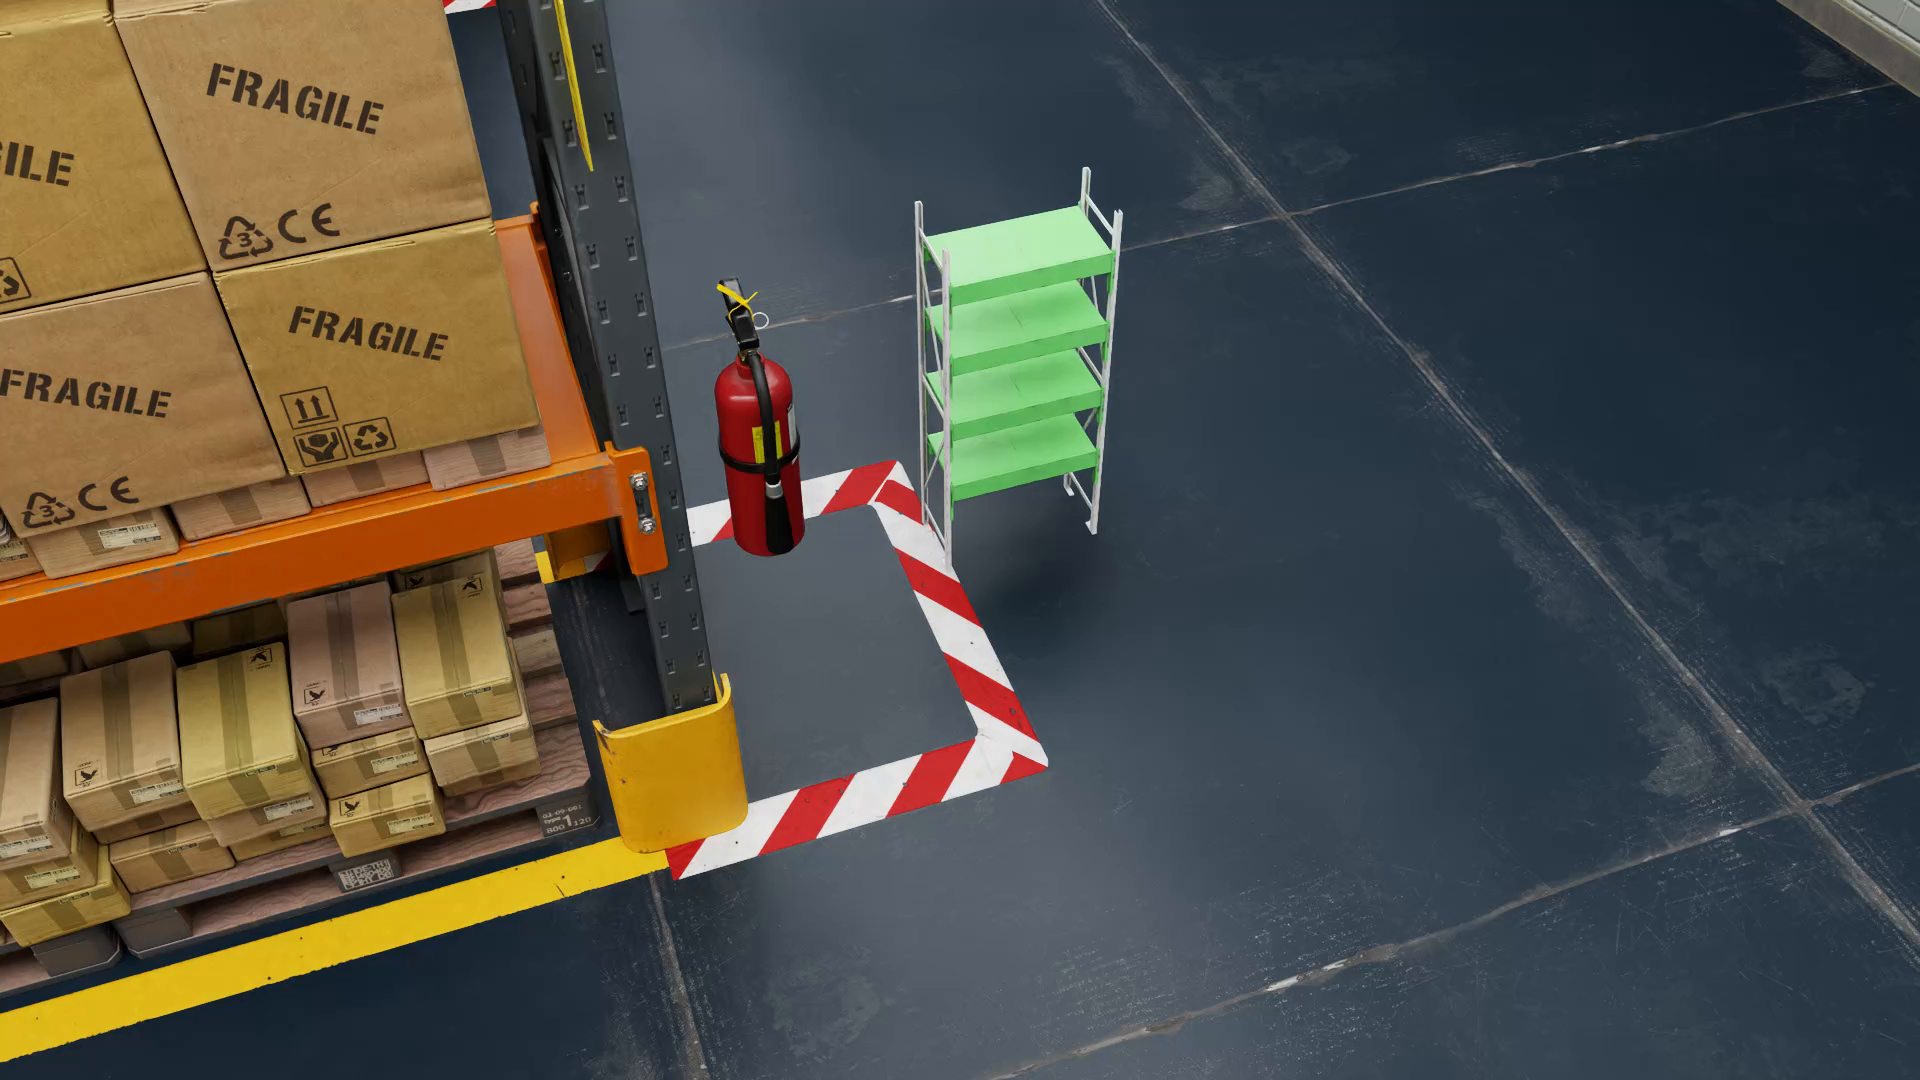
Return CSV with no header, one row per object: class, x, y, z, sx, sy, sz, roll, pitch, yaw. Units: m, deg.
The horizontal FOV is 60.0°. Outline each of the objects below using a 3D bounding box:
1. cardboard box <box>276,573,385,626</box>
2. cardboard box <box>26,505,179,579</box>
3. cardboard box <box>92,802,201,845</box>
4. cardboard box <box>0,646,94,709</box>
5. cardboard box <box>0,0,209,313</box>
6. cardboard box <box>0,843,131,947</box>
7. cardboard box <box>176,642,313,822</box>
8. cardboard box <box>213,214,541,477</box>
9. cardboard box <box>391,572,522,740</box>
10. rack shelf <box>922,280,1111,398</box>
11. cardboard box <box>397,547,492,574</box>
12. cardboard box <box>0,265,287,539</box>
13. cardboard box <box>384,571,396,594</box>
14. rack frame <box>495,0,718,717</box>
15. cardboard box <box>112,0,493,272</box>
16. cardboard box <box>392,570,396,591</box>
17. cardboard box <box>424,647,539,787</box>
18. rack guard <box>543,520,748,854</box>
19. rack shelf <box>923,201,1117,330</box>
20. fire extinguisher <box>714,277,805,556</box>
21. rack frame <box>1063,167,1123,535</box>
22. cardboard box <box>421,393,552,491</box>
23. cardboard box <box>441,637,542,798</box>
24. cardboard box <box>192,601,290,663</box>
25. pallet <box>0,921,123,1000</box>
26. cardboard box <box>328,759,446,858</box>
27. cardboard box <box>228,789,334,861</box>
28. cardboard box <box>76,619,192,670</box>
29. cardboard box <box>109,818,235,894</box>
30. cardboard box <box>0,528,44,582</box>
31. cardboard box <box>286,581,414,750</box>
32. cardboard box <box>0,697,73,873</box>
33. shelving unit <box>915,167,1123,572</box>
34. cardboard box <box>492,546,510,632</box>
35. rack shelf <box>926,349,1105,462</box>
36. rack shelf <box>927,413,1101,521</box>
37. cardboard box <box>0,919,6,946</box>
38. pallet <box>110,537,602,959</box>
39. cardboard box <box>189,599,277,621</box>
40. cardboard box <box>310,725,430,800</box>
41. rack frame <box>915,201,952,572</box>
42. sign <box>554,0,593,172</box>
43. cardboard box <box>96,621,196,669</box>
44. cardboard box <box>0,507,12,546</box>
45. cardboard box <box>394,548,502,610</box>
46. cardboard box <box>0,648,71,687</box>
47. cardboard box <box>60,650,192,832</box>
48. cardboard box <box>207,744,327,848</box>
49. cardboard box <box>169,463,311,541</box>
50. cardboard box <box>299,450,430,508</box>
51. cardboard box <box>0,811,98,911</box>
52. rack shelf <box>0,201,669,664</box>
cardboard box,-1.672,0.034,4.395,0.250,0.149,0.380,-14,47,-13
cardboard box,-1.765,-0.123,3.432,0.250,0.149,0.380,-13,47,-13
cardboard box,-2.020,0.532,4.109,0.250,0.149,0.380,-15,47,-14
cardboard box,-2.397,0.310,4.330,0.250,0.149,0.380,-16,47,-16
cardboard box,-1.668,-0.756,2.899,0.500,0.500,0.500,-16,47,-15
cardboard box,-2.201,0.770,4.081,0.250,0.149,0.380,-16,47,-16
cardboard box,-1.713,0.453,3.977,0.250,0.149,0.380,-15,47,-15
cardboard box,-1.180,-0.521,3.371,0.500,0.500,0.500,-13,47,-13
cardboard box,-1.257,0.284,4.146,0.250,0.149,0.380,-14,47,-13
rack shelf,0.156,-0.588,4.740,0.480,0.148,0.258,-14,47,-14
cardboard box,-1.453,-0.113,4.541,0.250,0.149,0.380,-16,47,-16
cardboard box,-1.666,-0.401,3.251,0.500,0.500,0.500,-15,47,-15
cardboard box,-1.702,0.076,4.563,0.250,0.149,0.380,-15,47,-14
rack frame,-0.845,-0.661,3.791,0.127,3.000,1.000,-14,47,-14
cardboard box,-1.191,-0.878,3.021,0.500,0.500,0.500,-15,47,-15
cardboard box,-1.665,0.228,4.622,0.250,0.149,0.380,-15,47,-14
cardboard box,-1.244,0.410,4.230,0.250,0.149,0.380,-16,47,-15
rack guard,-0.916,0.240,4.658,0.348,0.500,1.175,-14,47,-14
rack shelf,0.156,-0.757,4.570,0.480,0.148,0.258,-14,47,-14
fire extinguisher,-0.451,-0.255,3.704,0.183,0.674,0.296,-14,47,-14
rack frame,0.385,-0.522,4.923,0.015,1.200,0.240,-14,47,-14
cardboard box,-1.056,-0.305,3.614,0.250,0.149,0.380,-14,47,-14
cardboard box,-1.269,0.463,4.387,0.250,0.149,0.380,-14,47,-13
cardboard box,-1.902,0.194,4.446,0.250,0.149,0.380,-14,47,-13
pallet,-2.838,0.805,4.299,1.213,0.211,1.003,-14,47,-14
cardboard box,-1.477,0.592,4.258,0.250,0.149,0.380,-13,47,-13
cardboard box,-1.755,0.598,4.252,0.250,0.149,0.380,-15,47,-14
cardboard box,-2.157,0.124,4.305,0.250,0.149,0.380,-16,47,-16
cardboard box,-1.982,0.667,4.184,0.250,0.149,0.380,-14,47,-13
cardboard box,-2.023,-0.079,3.389,0.250,0.149,0.380,-16,47,-16
cardboard box,-1.513,0.306,4.124,0.250,0.149,0.380,-13,47,-13
cardboard box,-2.212,0.574,3.856,0.250,0.149,0.380,-13,46,-12
shelving unit,0.156,-0.463,4.865,0.503,1.200,0.258,-14,47,-14
cardboard box,-1.446,0.110,4.739,0.250,0.149,0.380,-13,47,-13
rack shelf,0.156,-0.418,4.910,0.480,0.148,0.258,-14,47,-14
rack shelf,0.156,-0.249,5.080,0.480,0.148,0.258,-14,47,-14
cardboard box,-2.465,0.822,4.029,0.250,0.149,0.380,-13,47,-13
pallet,-1.693,0.514,4.589,1.213,0.211,1.003,-14,47,-14
cardboard box,-1.952,0.009,4.420,0.250,0.149,0.380,-14,47,-14
cardboard box,-1.509,0.437,4.203,0.250,0.149,0.380,-15,47,-15
rack frame,-0.074,-0.405,4.806,0.015,1.200,0.240,-14,47,-14
sign,-0.675,-0.806,2.895,0.005,0.325,0.100,-14,47,-14
cardboard box,-2.180,0.183,4.456,0.250,0.149,0.380,-13,47,-13
cardboard box,-2.140,-0.273,3.123,0.500,0.500,0.500,-14,47,-14
cardboard box,-1.425,0.047,4.591,0.250,0.149,0.380,-13,46,-12
cardboard box,-2.421,0.184,4.245,0.250,0.149,0.380,-13,46,-12
cardboard box,-1.978,0.473,3.957,0.250,0.149,0.380,-16,47,-15
cardboard box,-1.733,0.536,4.105,0.250,0.149,0.380,-16,47,-15
cardboard box,-1.533,-0.200,3.509,0.250,0.149,0.380,-15,47,-14
cardboard box,-1.302,-0.270,3.579,0.250,0.149,0.380,-14,47,-14
cardboard box,-2.215,0.669,3.972,0.250,0.149,0.380,-14,47,-13
rack shelf,-2.726,0.074,3.566,4.000,0.370,1.077,-14,47,-14
